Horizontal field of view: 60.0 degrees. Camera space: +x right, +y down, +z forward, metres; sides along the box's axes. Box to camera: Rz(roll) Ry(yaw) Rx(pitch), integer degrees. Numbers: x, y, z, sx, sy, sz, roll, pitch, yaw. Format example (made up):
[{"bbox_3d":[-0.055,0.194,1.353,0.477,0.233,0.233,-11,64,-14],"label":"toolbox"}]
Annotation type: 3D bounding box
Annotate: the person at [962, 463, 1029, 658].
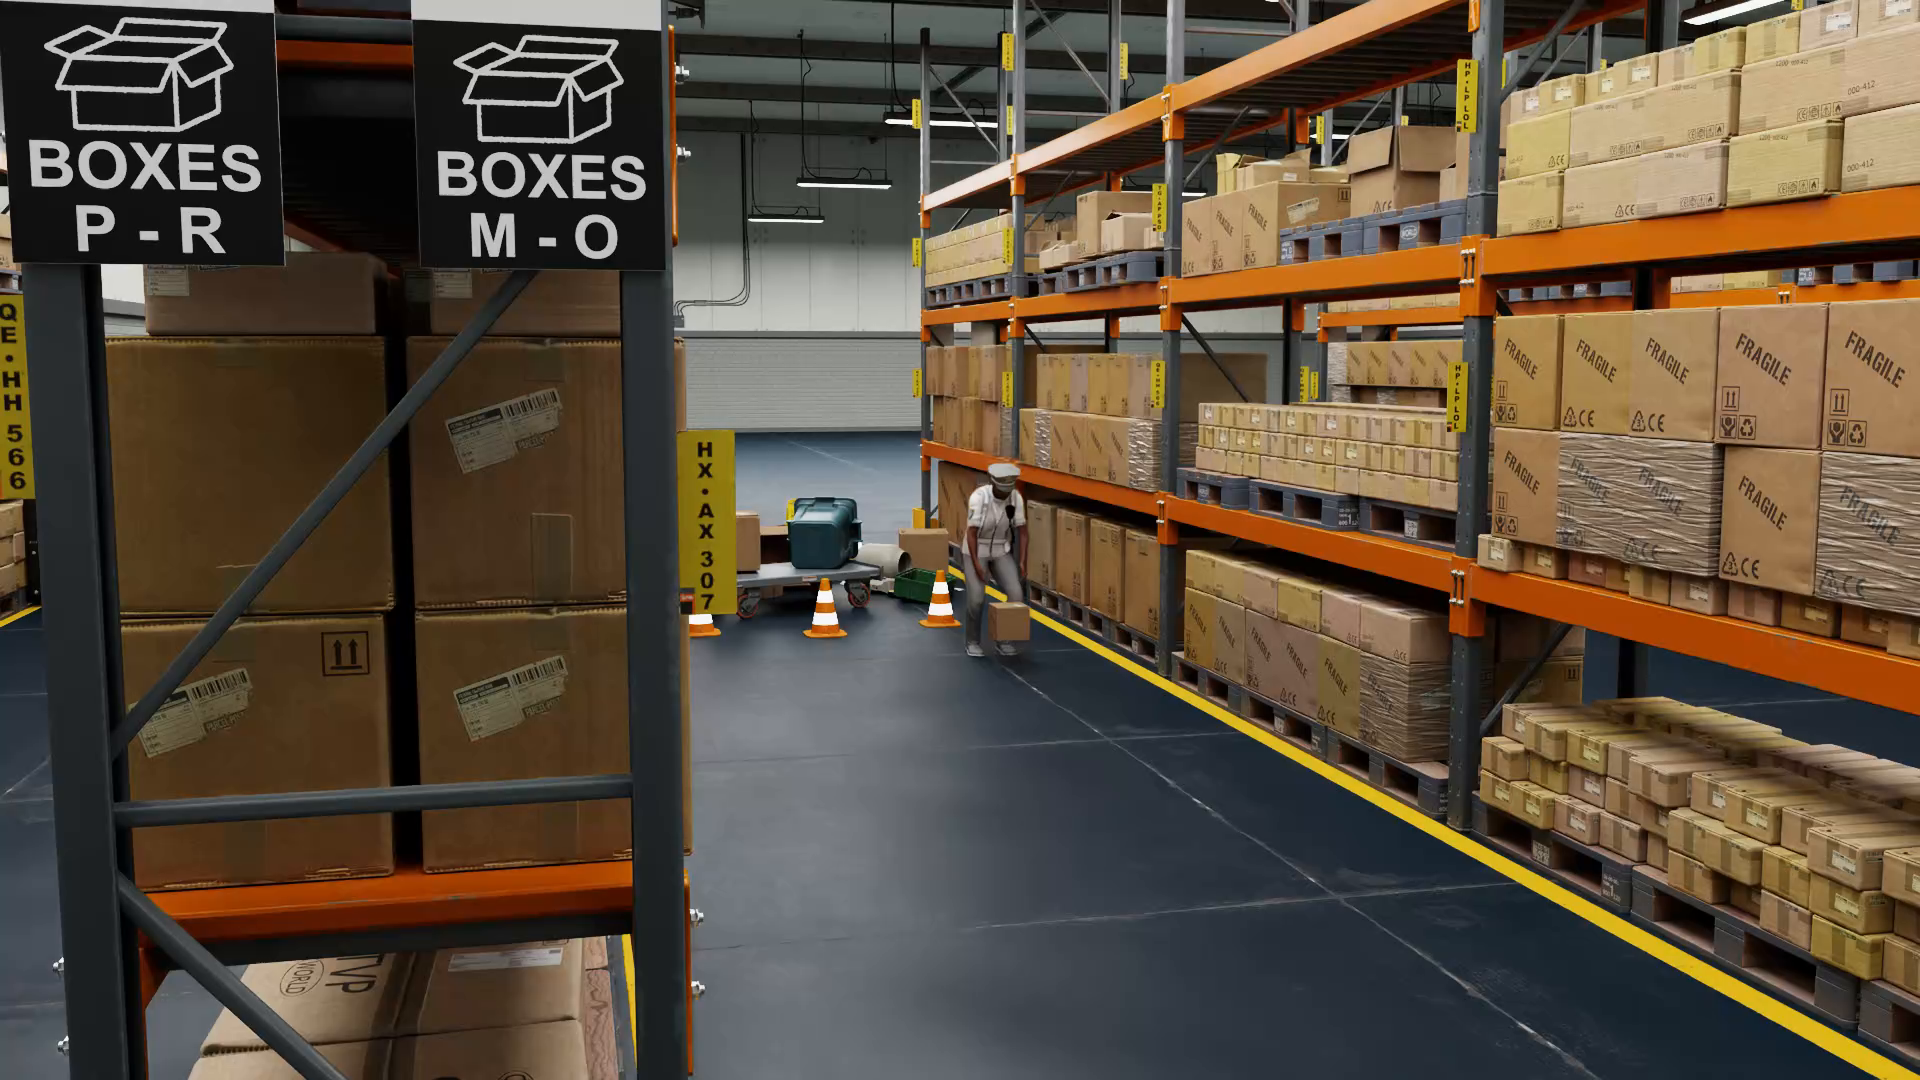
[{"bbox_3d":[0.277,0.149,12.688,0.490,1.487,0.628,-2,6,-14],"label":"person"}]
